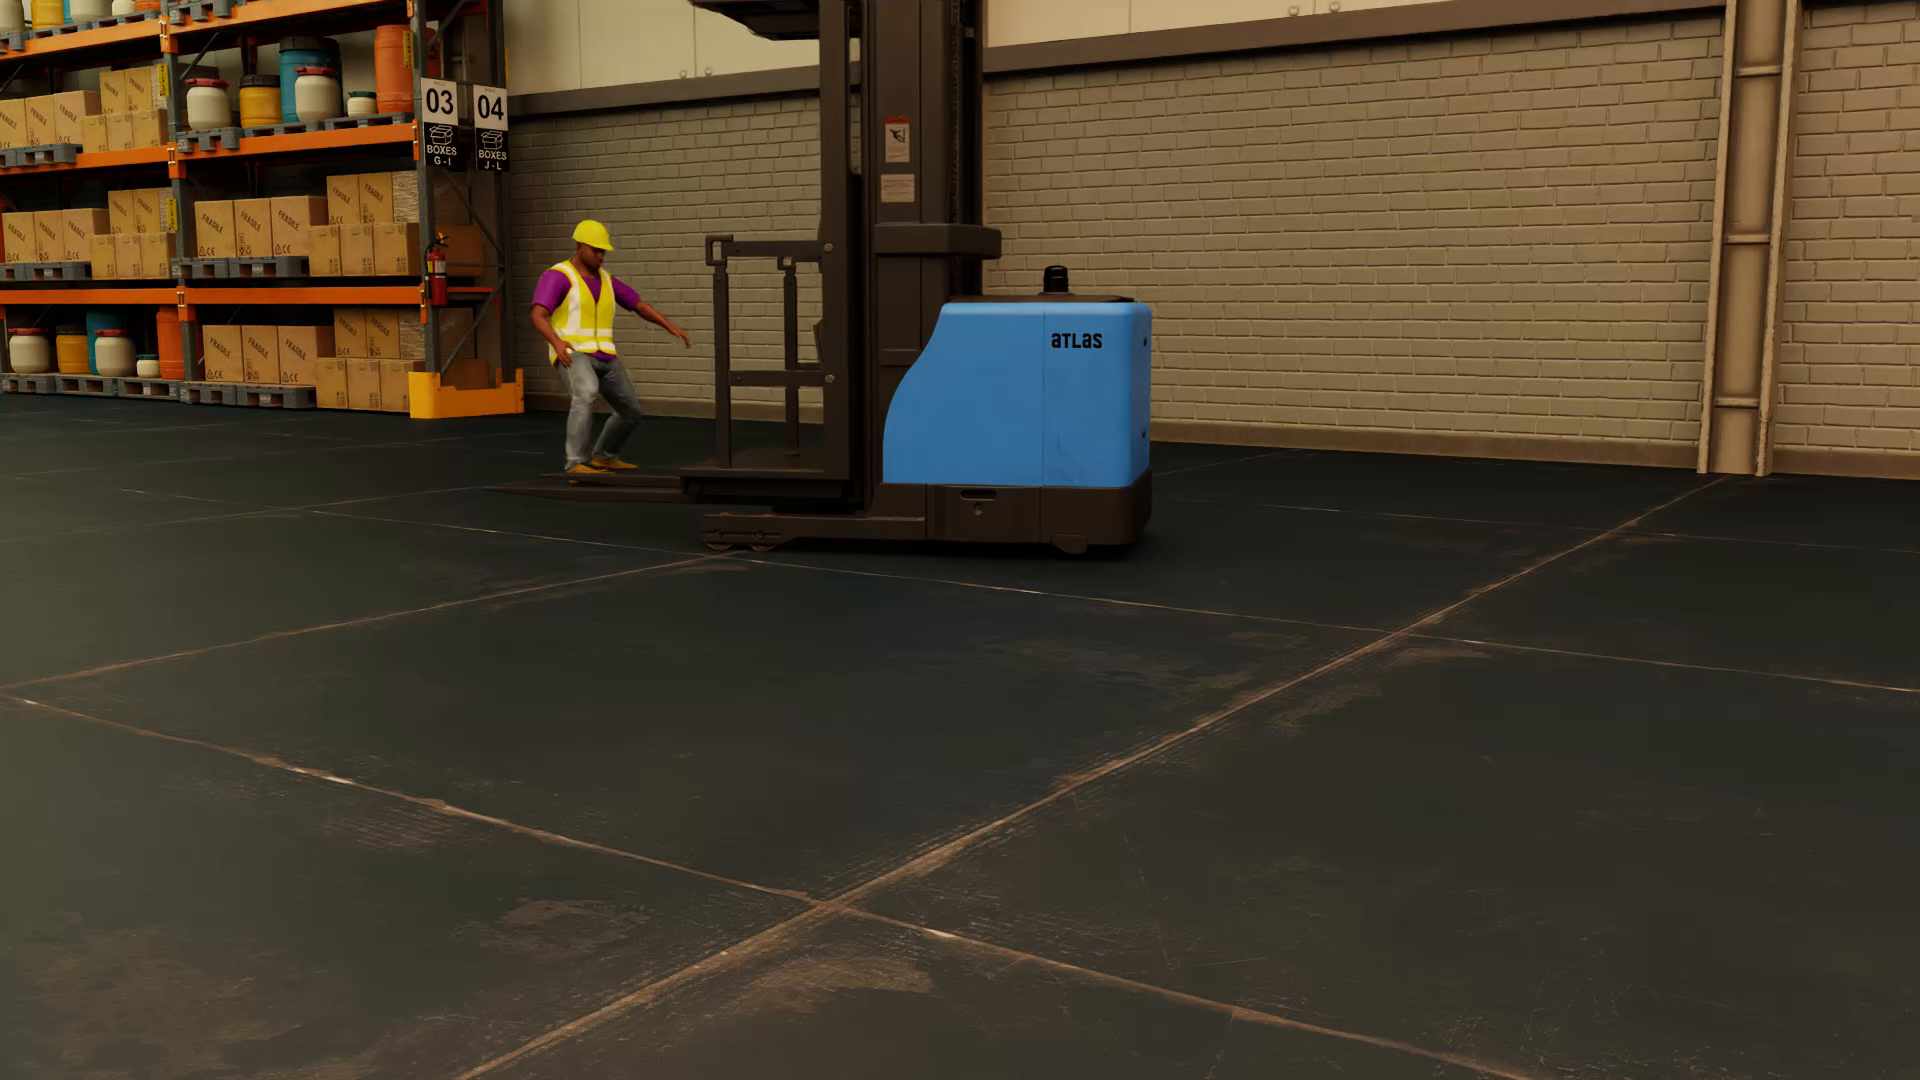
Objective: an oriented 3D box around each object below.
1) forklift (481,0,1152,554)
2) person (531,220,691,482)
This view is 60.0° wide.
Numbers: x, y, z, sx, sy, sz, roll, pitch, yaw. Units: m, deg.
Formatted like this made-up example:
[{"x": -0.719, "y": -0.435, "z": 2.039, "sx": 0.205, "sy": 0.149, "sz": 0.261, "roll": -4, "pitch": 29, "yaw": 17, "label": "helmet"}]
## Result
[{"x": -0.669, "y": -1.471, "z": 7.535, "sx": 3.031, "sy": 2.935, "sz": 1.130, "roll": 2, "pitch": 8, "yaw": 12, "label": "forklift"}, {"x": -2.207, "y": -1.170, "z": 10.331, "sx": 0.928, "sy": 1.611, "sz": 1.027, "roll": 6, "pitch": 10, "yaw": 37, "label": "person"}]
